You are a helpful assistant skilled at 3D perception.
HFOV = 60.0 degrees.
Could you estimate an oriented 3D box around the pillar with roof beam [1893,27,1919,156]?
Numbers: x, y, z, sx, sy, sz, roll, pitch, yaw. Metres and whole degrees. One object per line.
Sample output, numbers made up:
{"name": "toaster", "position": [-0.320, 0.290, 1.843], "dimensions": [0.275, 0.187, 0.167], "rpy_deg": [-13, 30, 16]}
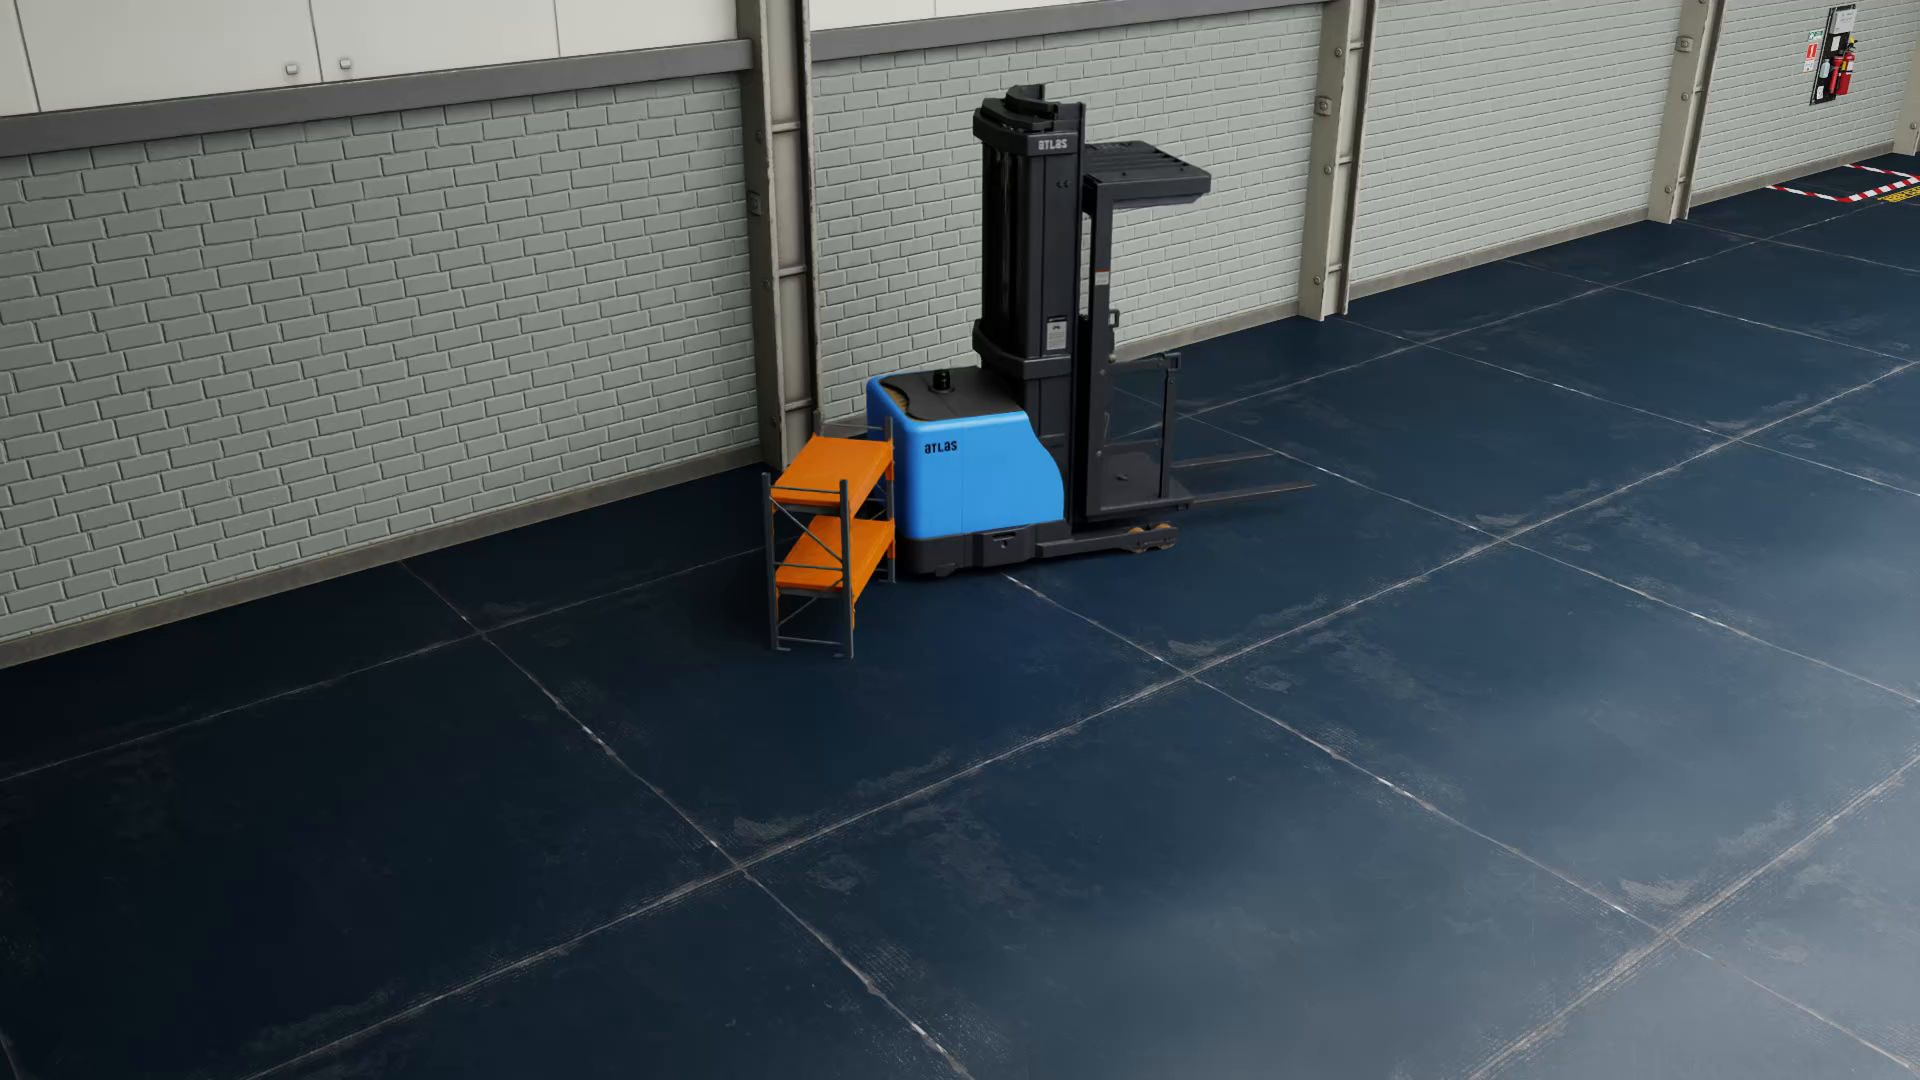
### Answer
{"name": "pillar with roof beam", "position": [15.561, -7.940, 17.668], "dimensions": [0.400, 9.000, 9.100], "rpy_deg": [-18, 31, -34]}

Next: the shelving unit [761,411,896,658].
{"name": "shelving unit", "position": [-0.768, -0.053, 10.029], "dimensions": [0.538, 1.125, 1.048], "rpy_deg": [5, 25, 11]}

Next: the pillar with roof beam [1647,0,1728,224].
{"name": "pillar with roof beam", "position": [10.839, -6.381, 14.310], "dimensions": [0.400, 9.000, 9.100], "rpy_deg": [-18, 31, -34]}

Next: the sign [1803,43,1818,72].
{"name": "sign", "position": [10.437, -5.922, 20.404], "dimensions": [0.234, 0.329, 0.001], "rpy_deg": [-18, 31, -34]}

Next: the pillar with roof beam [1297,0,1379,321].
{"name": "pillar with roof beam", "position": [6.118, -4.822, 10.951], "dimensions": [0.400, 9.000, 9.100], "rpy_deg": [-18, 31, -34]}

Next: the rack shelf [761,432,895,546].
{"name": "rack shelf", "position": [-0.768, -0.319, 9.906], "dimensions": [0.538, 0.278, 1.000], "rpy_deg": [5, 25, 11]}

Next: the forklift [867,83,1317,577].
{"name": "forklift", "position": [0.942, -1.445, 10.882], "dimensions": [3.031, 2.935, 1.130], "rpy_deg": [-8, 26, -17]}

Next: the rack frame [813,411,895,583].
{"name": "rack frame", "position": [-0.663, -0.263, 10.480], "dimensions": [0.500, 1.125, 0.032], "rpy_deg": [5, 25, 11]}

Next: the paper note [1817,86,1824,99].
{"name": "paper note", "position": [10.754, -5.593, 20.783], "dimensions": [0.142, 0.148, 0.016], "rpy_deg": [-18, 31, -34]}

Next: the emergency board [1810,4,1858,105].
{"name": "emergency board", "position": [10.936, -6.015, 20.648], "dimensions": [0.643, 1.169, 0.194], "rpy_deg": [-18, 31, -34]}

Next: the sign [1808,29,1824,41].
{"name": "sign", "position": [10.446, -6.161, 20.289], "dimensions": [0.331, 0.109, 0.001], "rpy_deg": [-18, 31, -34]}

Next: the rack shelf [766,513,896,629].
{"name": "rack shelf", "position": [-0.768, 0.168, 10.132], "dimensions": [0.538, 0.278, 1.000], "rpy_deg": [5, 25, 11]}

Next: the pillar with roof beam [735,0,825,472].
{"name": "pillar with roof beam", "position": [1.396, -3.264, 7.593], "dimensions": [0.400, 9.000, 9.100], "rpy_deg": [-18, 31, -34]}

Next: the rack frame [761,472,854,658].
{"name": "rack frame", "position": [-0.874, 0.156, 9.578], "dimensions": [0.500, 1.125, 0.032], "rpy_deg": [5, 25, 11]}
